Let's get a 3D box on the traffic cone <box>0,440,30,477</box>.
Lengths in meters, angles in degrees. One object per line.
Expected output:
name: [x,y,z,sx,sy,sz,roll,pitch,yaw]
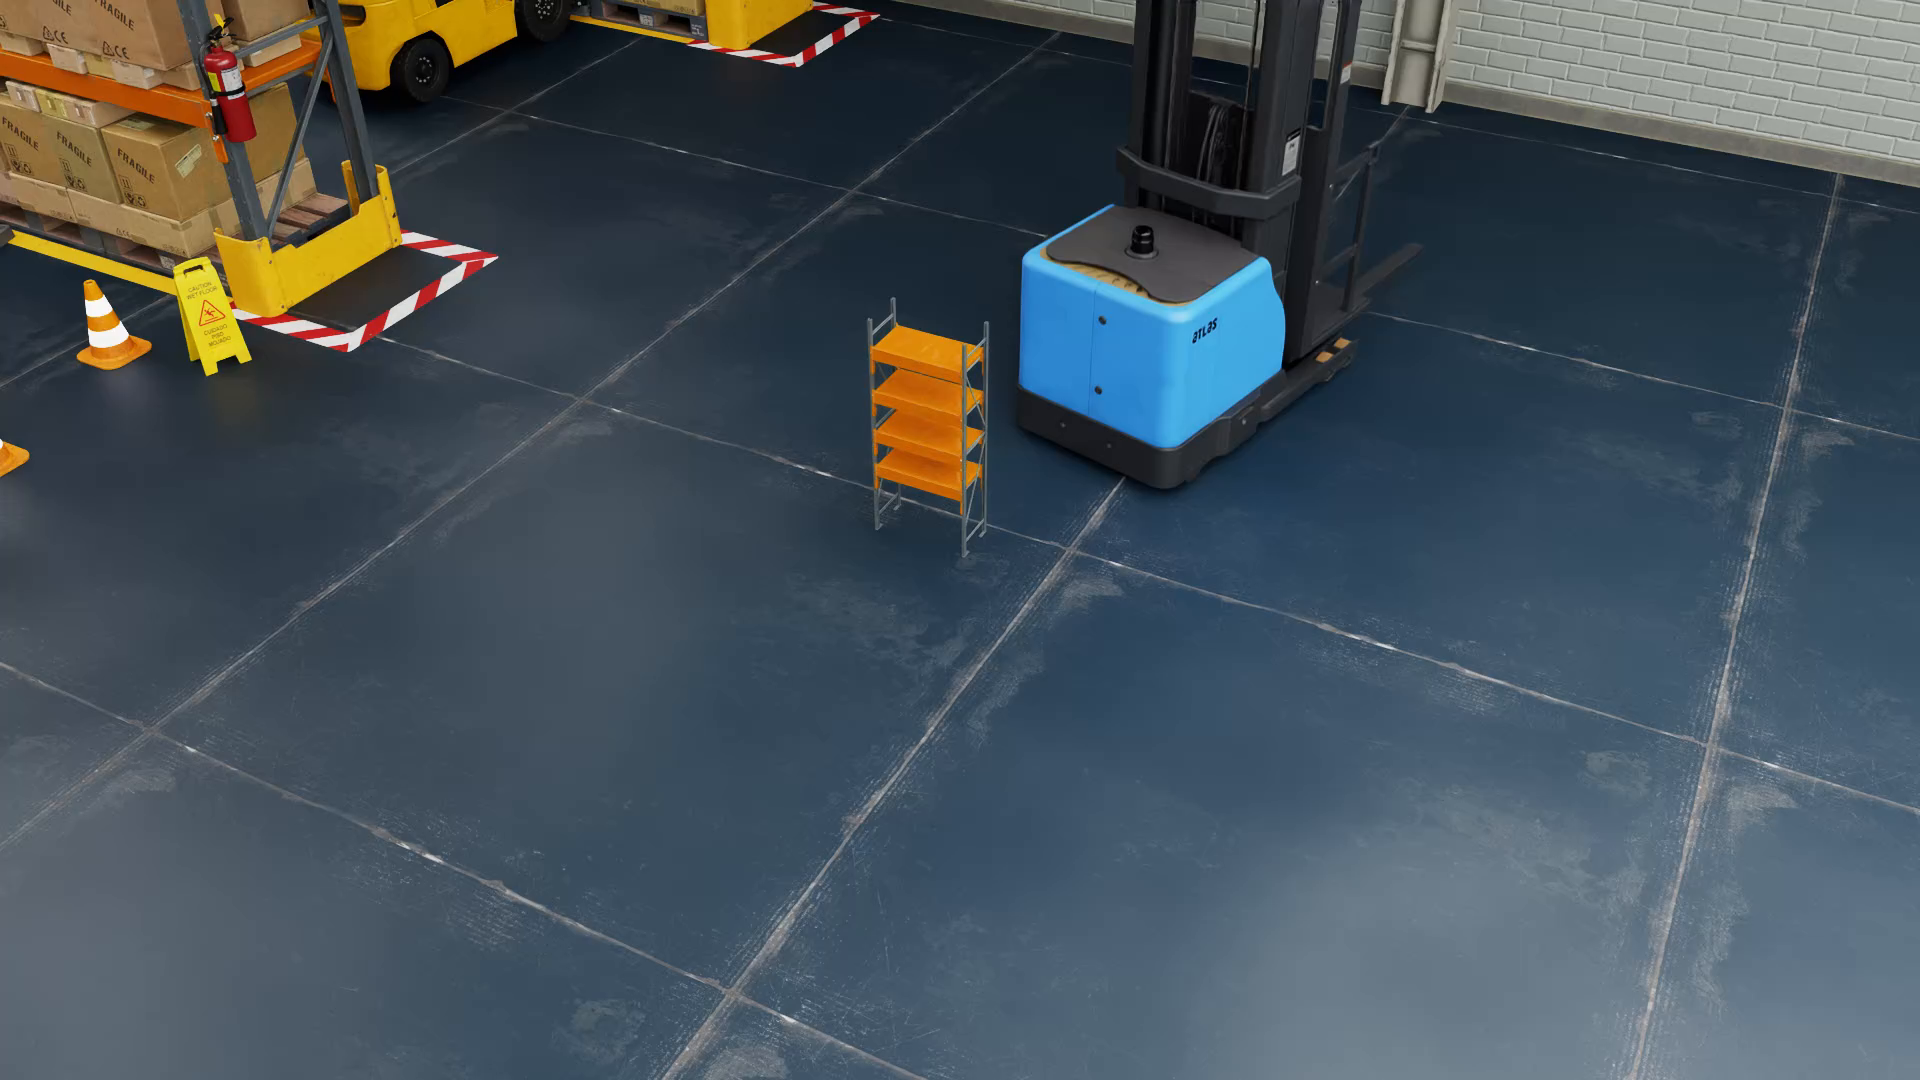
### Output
traffic cone: [-5.145,-0.589,8.663,0.334,0.463,0.336,17,41,21]

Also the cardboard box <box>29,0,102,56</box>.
cardboard box: [-5.012,-3.166,9.631,0.500,0.500,0.500,17,41,22]

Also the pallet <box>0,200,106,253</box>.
pallet: [-5.813,-2.359,11.202,1.213,0.211,1.003,17,41,21]

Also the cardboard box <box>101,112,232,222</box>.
cardboard box: [-4.792,-2.317,10.148,0.500,0.500,0.500,18,41,22]

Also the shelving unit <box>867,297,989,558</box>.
shelving unit: [-0.147,-0.524,7.968,0.503,1.200,0.258,17,41,21]

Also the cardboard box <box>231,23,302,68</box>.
cardboard box: [-4.168,-2.969,9.908,0.250,0.149,0.380,18,41,22]

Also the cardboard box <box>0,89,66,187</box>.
cardboard box: [-5.702,-2.604,10.526,0.500,0.500,0.500,16,40,20]

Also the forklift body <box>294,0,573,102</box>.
forklift body: [-4.205,-4.739,12.734,1.214,2.155,2.313,17,41,21]

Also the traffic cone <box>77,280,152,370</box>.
traffic cone: [-4.936,-1.280,9.573,0.334,0.463,0.336,17,41,21]

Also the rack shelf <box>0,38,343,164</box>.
rack shelf: [-5.737,-3.133,10.511,4.000,0.370,1.077,17,41,21]

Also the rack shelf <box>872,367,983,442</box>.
rack shelf: [-0.147,-0.649,7.873,0.480,0.148,0.258,17,41,21]

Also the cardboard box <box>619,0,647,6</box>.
cardboard box: [-2.681,-4.706,13.915,0.500,0.250,0.500,17,41,21]

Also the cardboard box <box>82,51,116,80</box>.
cardboard box: [-4.885,-2.846,9.746,0.250,0.149,0.380,17,40,21]

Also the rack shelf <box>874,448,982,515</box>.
rack shelf: [-0.147,-0.312,8.128,0.480,0.148,0.258,17,41,21]

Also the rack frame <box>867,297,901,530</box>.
rack frame: [-0.364,-0.592,8.057,0.015,1.200,0.240,17,41,21]

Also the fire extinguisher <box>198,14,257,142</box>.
fire extinguisher: [-4.071,-2.553,9.216,0.183,0.674,0.296,17,41,21]

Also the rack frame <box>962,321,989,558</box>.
rack frame: [0.070,-0.456,7.878,0.015,1.200,0.240,17,41,21]

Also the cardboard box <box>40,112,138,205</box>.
cardboard box: [-5.257,-2.460,10.336,0.500,0.500,0.500,19,41,23]

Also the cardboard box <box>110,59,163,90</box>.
cardboard box: [-4.668,-2.763,9.637,0.250,0.149,0.380,17,40,21]

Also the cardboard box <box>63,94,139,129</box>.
cardboard box: [-5.149,-2.641,10.038,0.250,0.149,0.380,19,41,23]

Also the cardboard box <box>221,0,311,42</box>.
cardboard box: [-4.254,-3.302,9.810,0.500,0.500,0.500,17,40,21]

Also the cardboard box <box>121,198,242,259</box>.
cardboard box: [-4.824,-2.022,10.380,0.500,0.250,0.500,17,40,21]

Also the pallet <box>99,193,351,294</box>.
pallet: [-4.734,-2.019,10.754,1.213,0.211,1.003,17,41,21]

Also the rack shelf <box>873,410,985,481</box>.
rack shelf: [-0.147,-0.470,8.008,0.480,0.148,0.258,17,41,21]

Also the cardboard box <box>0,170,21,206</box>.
cardboard box: [-6.162,-2.450,10.943,0.500,0.250,0.500,17,40,21]

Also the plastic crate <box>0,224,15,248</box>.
plastic crate: [-6.496,-1.936,10.754,0.583,0.080,0.402,4,37,6]

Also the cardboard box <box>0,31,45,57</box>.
cardboard box: [-5.560,-3.070,10.042,0.250,0.149,0.380,17,40,21]

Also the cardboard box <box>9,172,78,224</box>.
cardboard box: [-5.726,-2.306,10.754,0.500,0.250,0.500,16,40,20]

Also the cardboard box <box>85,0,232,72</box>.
cardboard box: [-4.570,-3.025,9.445,0.500,0.500,0.500,17,40,21]

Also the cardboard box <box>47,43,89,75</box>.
cardboard box: [-5.128,-2.901,9.819,0.250,0.149,0.380,18,41,22]

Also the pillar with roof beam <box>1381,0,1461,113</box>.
pillar with roof beam: [1.463,-4.617,6.909,0.400,9.000,9.100,17,41,21]

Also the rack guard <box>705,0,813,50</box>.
rack guard: [-1.660,-4.527,13.820,0.348,0.500,1.175,17,41,21]

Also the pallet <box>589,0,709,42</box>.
pallet: [-2.380,-4.609,14.167,1.213,0.211,1.003,17,41,21]

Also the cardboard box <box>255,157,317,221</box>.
cardboard box: [-4.550,-2.308,10.756,0.500,0.250,0.500,17,40,21]

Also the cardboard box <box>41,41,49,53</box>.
cardboard box: [-5.291,-3.048,10.012,0.250,0.149,0.380,18,41,22]

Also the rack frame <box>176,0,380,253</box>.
rack frame: [-3.961,-2.863,9.561,0.127,3.000,1.000,17,41,21]

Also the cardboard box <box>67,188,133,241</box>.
cardboard box: [-5.259,-2.164,10.566,0.500,0.250,0.500,18,41,22]

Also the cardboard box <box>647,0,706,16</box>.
cardboard box: [-2.244,-4.562,13.726,0.500,0.250,0.500,18,41,22]

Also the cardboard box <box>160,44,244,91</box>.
cardboard box: [-4.392,-2.752,9.623,0.250,0.149,0.380,19,41,23]

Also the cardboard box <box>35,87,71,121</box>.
cardboard box: [-5.371,-2.713,10.133,0.250,0.149,0.380,18,41,22]

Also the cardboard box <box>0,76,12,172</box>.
cardboard box: [-6.173,-2.750,10.718,0.500,0.500,0.500,20,41,24]

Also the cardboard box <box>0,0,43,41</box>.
cardboard box: [-5.455,-3.307,9.817,0.500,0.500,0.500,17,40,21]

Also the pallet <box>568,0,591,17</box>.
pallet: [-3.459,-4.949,14.614,1.213,0.211,1.003,17,41,21]

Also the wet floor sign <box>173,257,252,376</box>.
wet floor sign: [-4.284,-1.298,9.446,0.267,0.644,0.232,-29,46,-33]

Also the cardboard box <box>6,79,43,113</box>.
cardboard box: [-5.604,-2.787,10.230,0.250,0.149,0.380,19,41,23]

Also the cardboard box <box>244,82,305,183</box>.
cardboard box: [-4.572,-2.613,10.538,0.500,0.500,0.500,16,40,20]

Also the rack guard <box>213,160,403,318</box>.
rack guard: [-4.029,-1.889,10.344,0.348,0.500,1.175,17,41,21]

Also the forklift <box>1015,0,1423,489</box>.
forklift: [1.635,-2.248,8.807,1.130,2.935,3.031,27,45,31]

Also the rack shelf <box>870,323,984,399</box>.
rack shelf: [-0.147,-0.837,7.730,0.480,0.148,0.258,17,41,21]
